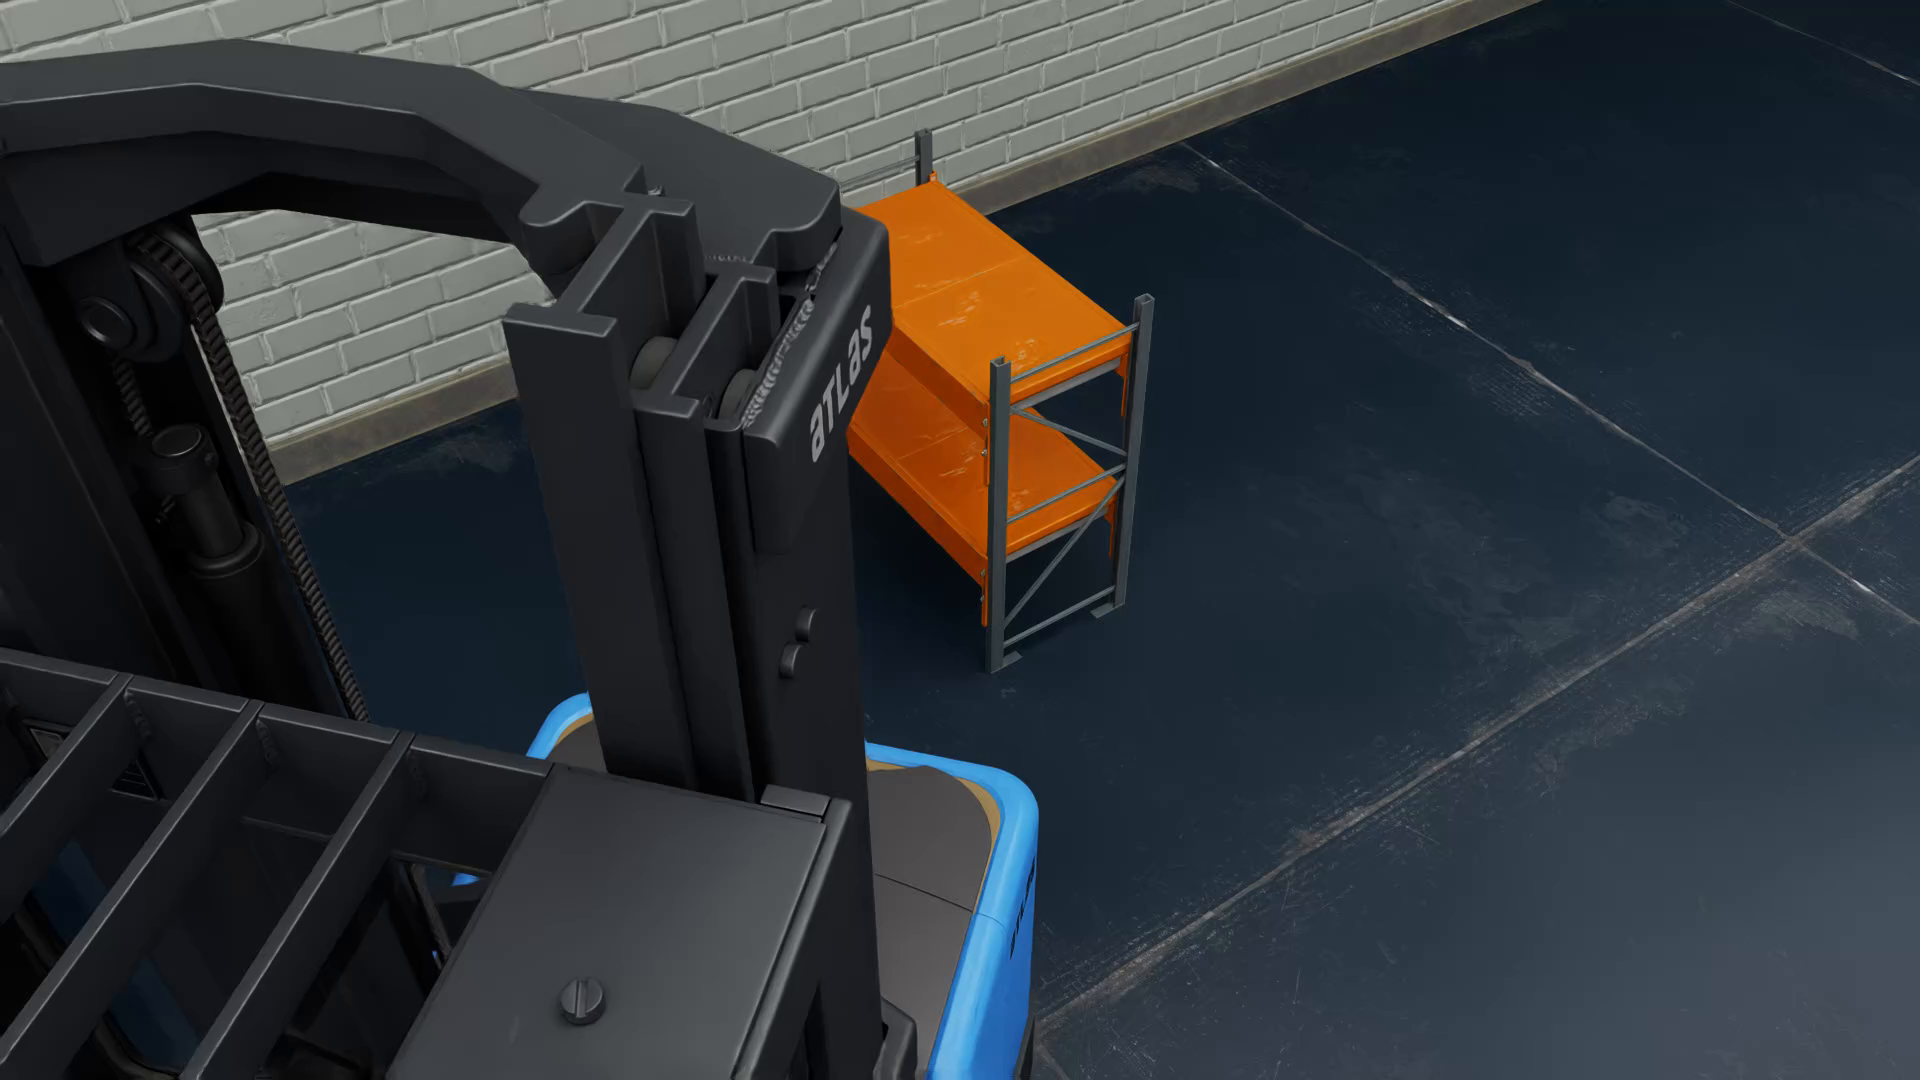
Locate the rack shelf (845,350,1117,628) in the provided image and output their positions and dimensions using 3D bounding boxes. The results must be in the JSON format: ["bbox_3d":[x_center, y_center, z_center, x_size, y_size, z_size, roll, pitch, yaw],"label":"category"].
[{"bbox_3d":[-0.004,-0.234,5.034,0.538,0.278,1.000,-26,49,-24],"label":"rack shelf"}]

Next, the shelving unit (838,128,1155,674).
[{"bbox_3d":[-0.004,-0.411,4.866,0.538,1.125,1.048,-26,49,-24],"label":"shelving unit"}]

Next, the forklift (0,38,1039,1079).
[{"bbox_3d":[-0.690,1.078,1.998,1.130,2.935,3.031,10,45,10],"label":"forklift"}]

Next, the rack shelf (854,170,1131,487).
[{"bbox_3d":[-0.004,-0.622,4.663,0.538,0.278,1.000,-26,49,-24],"label":"rack shelf"}]

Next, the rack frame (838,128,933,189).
[{"bbox_3d":[-0.295,-0.699,5.167,0.500,1.125,0.032,-26,49,-24],"label":"rack frame"}]

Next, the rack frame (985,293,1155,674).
[{"bbox_3d":[0.287,-0.123,4.564,0.500,1.125,0.032,-26,49,-24],"label":"rack frame"}]

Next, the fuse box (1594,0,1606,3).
[{"bbox_3d":[3.099,-3.199,7.361,0.539,1.711,0.414,-26,49,-24],"label":"fuse box"}]
